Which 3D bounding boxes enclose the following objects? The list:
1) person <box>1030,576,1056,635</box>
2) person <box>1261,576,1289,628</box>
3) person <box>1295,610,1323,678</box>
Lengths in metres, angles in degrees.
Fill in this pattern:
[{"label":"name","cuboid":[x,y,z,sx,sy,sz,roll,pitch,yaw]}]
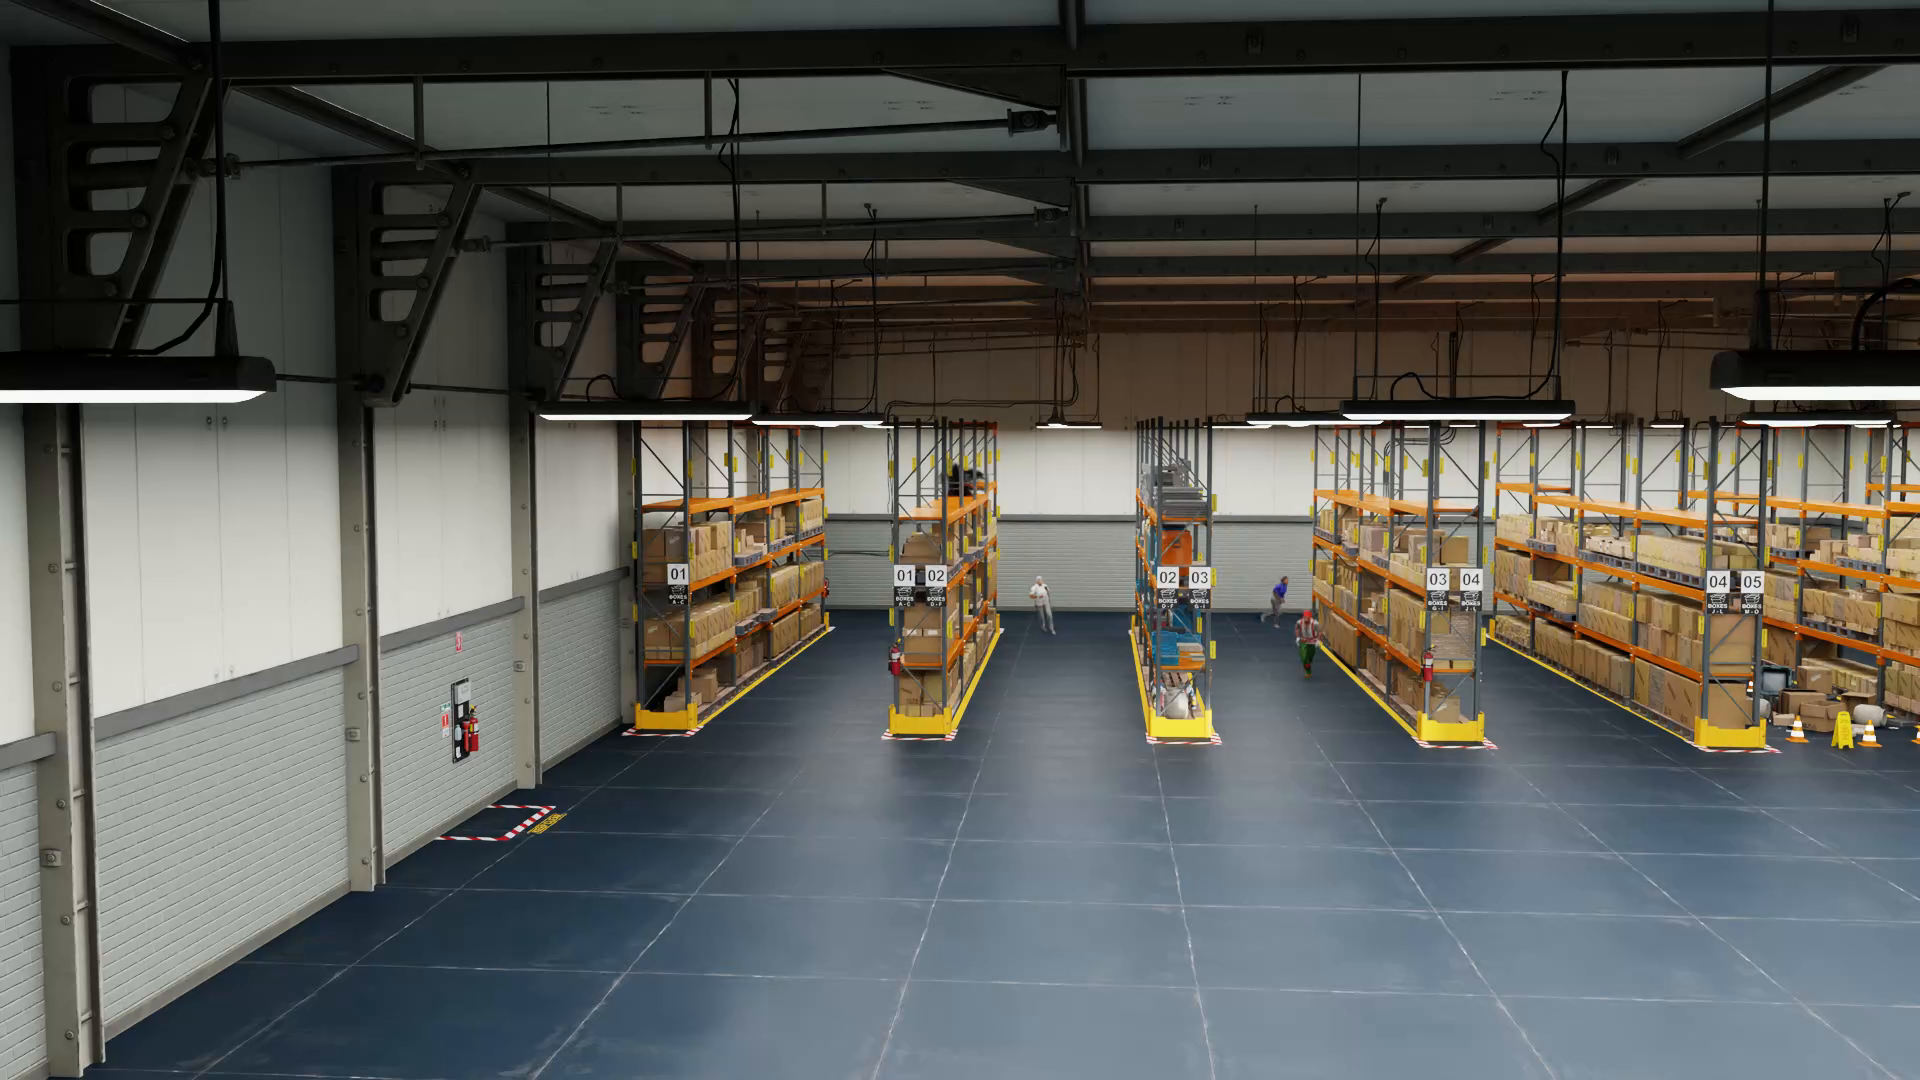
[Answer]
[{"label":"person","cuboid":[2.308,1.835,47.113,0.704,1.653,0.826,-1,4,-10]},{"label":"person","cuboid":[9.226,1.796,48.681,0.880,1.529,0.567,3,5,40]},{"label":"person","cuboid":[8.131,2.400,38.736,0.658,1.600,1.068,1,4,17]}]
